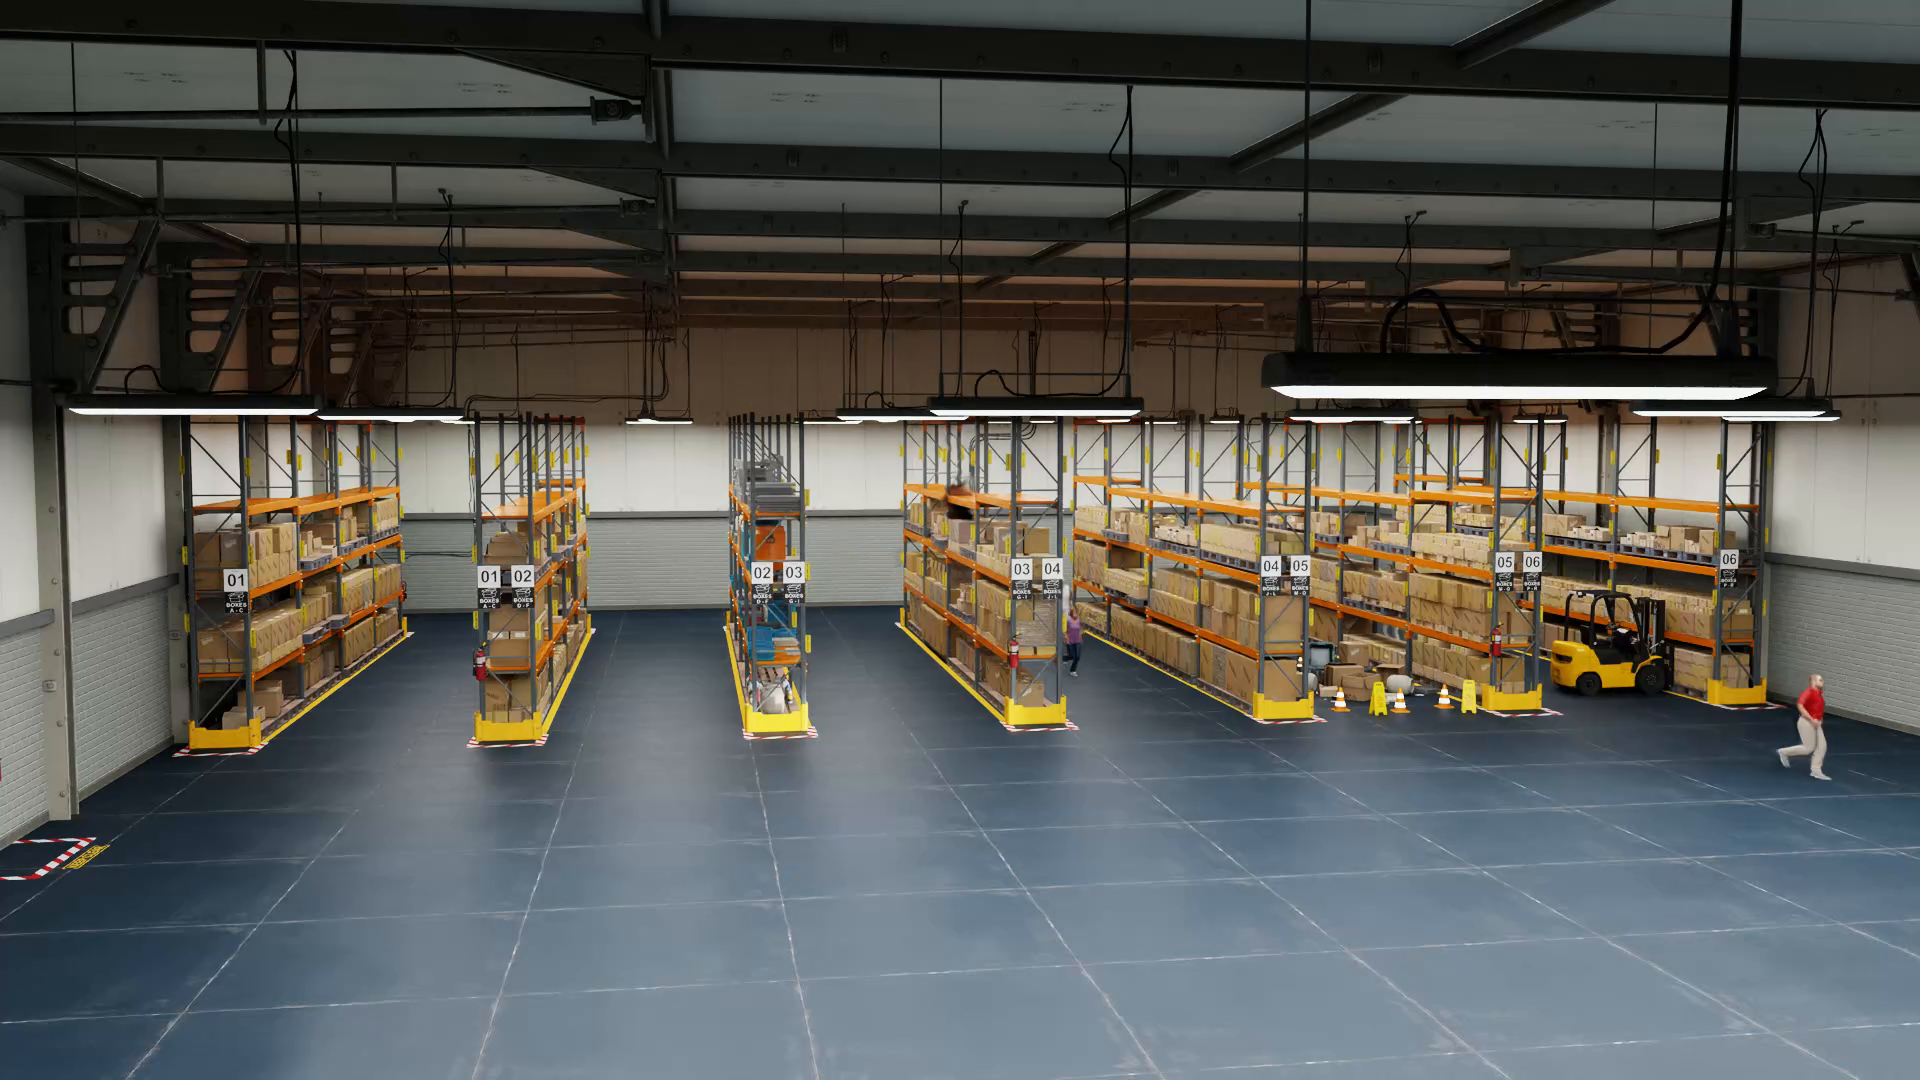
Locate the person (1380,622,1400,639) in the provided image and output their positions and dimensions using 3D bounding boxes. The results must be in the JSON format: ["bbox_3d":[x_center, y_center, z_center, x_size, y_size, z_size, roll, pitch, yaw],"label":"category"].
[{"bbox_3d":[11.292,1.914,43.604,0.545,1.714,0.728,-1,4,-15],"label":"person"}]

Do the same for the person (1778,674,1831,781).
[{"bbox_3d":[13.881,3.038,27.238,0.814,1.712,0.688,4,5,44],"label":"person"}]

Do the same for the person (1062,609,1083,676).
[{"bbox_3d":[2.586,2.350,38.335,0.522,1.554,0.555,-1,4,-21],"label":"person"}]

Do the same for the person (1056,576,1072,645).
[{"bbox_3d":[2.660,1.851,43.793,0.704,1.850,0.798,-1,4,-11],"label":"person"}]
